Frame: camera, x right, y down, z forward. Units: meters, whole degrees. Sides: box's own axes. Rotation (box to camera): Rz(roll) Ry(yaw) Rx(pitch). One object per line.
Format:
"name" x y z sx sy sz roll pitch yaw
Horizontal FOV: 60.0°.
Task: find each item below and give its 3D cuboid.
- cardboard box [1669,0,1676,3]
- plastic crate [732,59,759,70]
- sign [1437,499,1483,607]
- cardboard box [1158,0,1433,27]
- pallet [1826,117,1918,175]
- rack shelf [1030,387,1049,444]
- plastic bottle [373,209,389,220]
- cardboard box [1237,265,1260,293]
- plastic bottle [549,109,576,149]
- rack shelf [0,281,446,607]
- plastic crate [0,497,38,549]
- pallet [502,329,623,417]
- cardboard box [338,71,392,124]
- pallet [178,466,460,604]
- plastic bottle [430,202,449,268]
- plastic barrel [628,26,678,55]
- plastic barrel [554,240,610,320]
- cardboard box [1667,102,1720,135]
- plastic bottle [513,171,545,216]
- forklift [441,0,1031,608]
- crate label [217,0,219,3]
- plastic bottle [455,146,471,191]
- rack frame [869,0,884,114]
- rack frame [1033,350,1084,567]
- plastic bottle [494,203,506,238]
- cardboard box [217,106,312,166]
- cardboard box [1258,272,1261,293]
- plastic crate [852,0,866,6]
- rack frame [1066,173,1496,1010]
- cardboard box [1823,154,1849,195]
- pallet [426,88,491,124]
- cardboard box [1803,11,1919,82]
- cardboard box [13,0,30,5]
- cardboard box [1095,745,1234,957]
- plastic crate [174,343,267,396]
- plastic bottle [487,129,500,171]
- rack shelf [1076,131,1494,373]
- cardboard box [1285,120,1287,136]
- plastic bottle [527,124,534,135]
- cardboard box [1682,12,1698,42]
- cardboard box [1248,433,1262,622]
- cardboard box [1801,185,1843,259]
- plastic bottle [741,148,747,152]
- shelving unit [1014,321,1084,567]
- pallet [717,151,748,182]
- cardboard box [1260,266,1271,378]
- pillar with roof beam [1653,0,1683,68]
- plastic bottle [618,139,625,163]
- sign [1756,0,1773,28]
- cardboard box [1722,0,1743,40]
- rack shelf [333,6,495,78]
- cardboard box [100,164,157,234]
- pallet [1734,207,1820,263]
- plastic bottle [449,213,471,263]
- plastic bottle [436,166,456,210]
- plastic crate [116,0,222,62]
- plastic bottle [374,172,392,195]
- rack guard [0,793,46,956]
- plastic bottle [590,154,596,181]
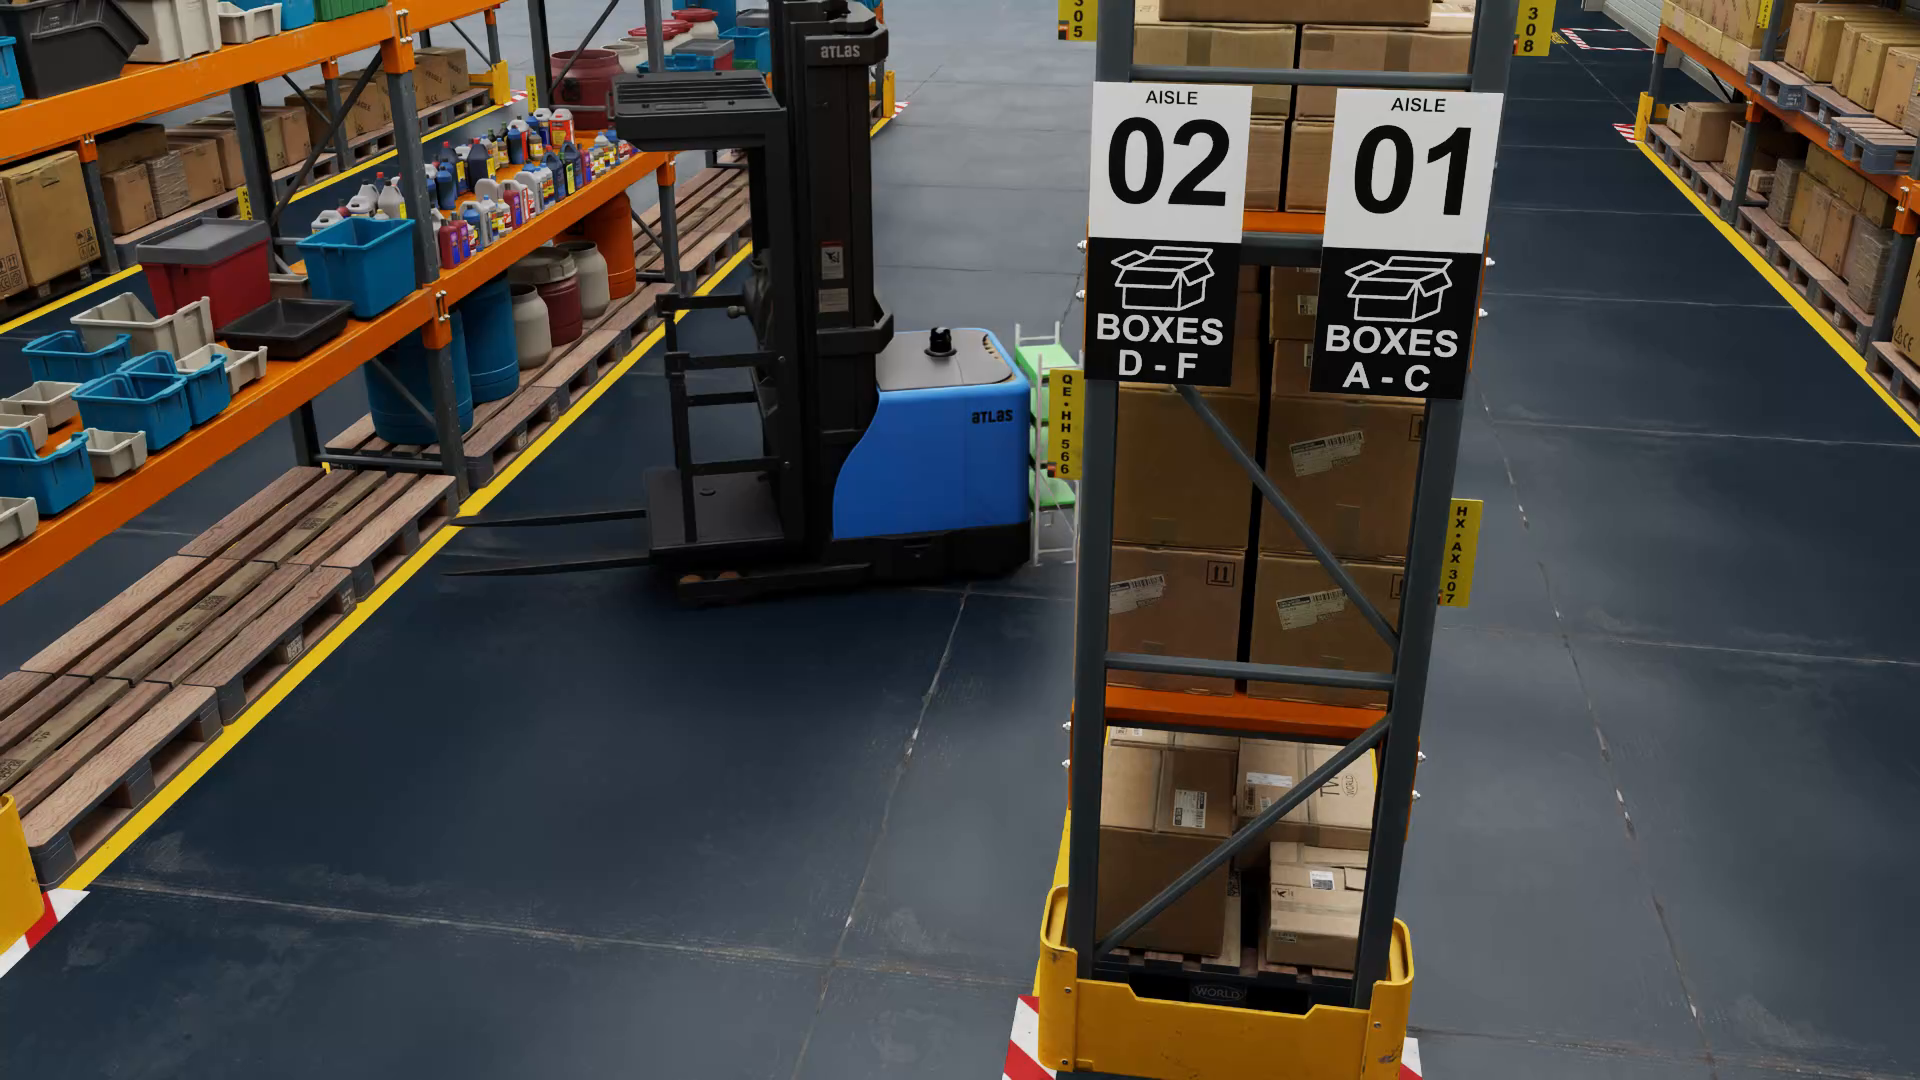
"cardboard box" 7.970 -6.060 17.928 0.500 0.500 0.500 4 25 9
"plastic crate" -2.089 -4.128 14.781 0.450 0.188 0.662 4 25 9
"sign" 1.378 0.037 4.611 0.100 0.325 0.005 4 25 9
"cardboard box" 0.910 -1.681 4.467 0.700 0.500 0.500 4 25 9
"pallet" 7.049 -2.831 11.986 1.213 0.211 1.003 4 25 9
"rack shelf" 0.465 -0.675 8.861 0.258 0.148 0.480 -5 26 -11
"plastic bottle" -3.459 -1.875 9.952 0.097 0.201 0.097 0 25 0
"cardboard box" 0.806 -0.740 5.996 0.500 0.500 0.500 5 25 10
"plastic bottle" -2.976 -3.074 12.425 0.152 0.276 0.135 4 25 9
"rack shelf" -3.717 -0.464 7.551 1.077 0.370 4.000 4 25 9
"plastic crate" -3.544 -0.070 6.101 0.250 0.136 0.298 4 25 9
"pallet" -3.026 -1.195 11.553 1.003 0.211 1.213 4 25 9
"cardboard box" -6.754 -5.043 18.938 0.500 0.500 0.500 2 25 4
"pallet" -3.472 -0.053 9.114 1.003 0.211 1.213 4 25 9
"plastic bottle" -3.006 -1.745 9.499 0.144 0.351 0.185 4 25 9
"plastic barrel" -2.646 -4.161 14.440 0.433 0.535 0.433 0 25 0
"plastic barrel" -2.804 -1.914 12.241 0.421 0.512 0.421 0 25 0
"cardboard box" 8.143 -4.657 18.313 0.500 0.311 0.500 1 25 3
"plastic bottle" -2.749 -2.221 10.604 0.152 0.276 0.135 4 25 9
"forklift" -1.195 -1.223 8.406 3.031 2.935 1.130 -5 26 -11
"crate label" -3.755 -2.681 8.211 0.293 0.136 0.466 4 25 9
"plastic bottle" -3.353 -2.504 11.208 0.152 0.276 0.135 4 25 9
"rack frame" -1.429 -6.645 19.908 1.000 3.000 0.127 4 25 9
"rack frame" 0.515 -0.414 8.719 0.240 1.200 0.015 -5 26 -11
"plastic bottle" -2.817 -1.944 10.098 0.097 0.201 0.097 0 25 0
"cardboard box" -7.091 -4.127 16.958 0.700 0.500 0.500 2 25 4
"cardboard box" 1.668 -1.100 7.943 0.500 0.500 0.500 4 25 9
"plastic crate" -1.327 -6.076 18.868 0.499 0.251 0.408 4 25 9
"rack frame" 0.842 0.392 4.875 1.000 3.000 0.127 4 25 9
"cardboard box" 7.437 -2.981 13.625 0.500 0.250 0.500 3 25 7
"pallet" -6.495 -5.356 20.443 1.003 0.211 1.213 4 25 9
"cardboard box" 7.476 -4.086 13.805 0.700 0.500 0.500 7 26 14
"cardboard box" -11.538 -6.602 19.639 0.875 0.550 0.500 4 25 9
"cardboard box" 0.688 1.080 5.834 0.500 0.500 0.500 4 25 9
"plastic crate" -3.378 -0.785 7.628 0.293 0.136 0.466 4 25 9
"plastic bottle" -3.306 -2.745 11.713 0.061 0.283 0.133 4 25 9
"rack shelf" 1.169 -1.478 6.179 1.077 0.370 4.000 4 25 9
"cardboard box" 1.352 -1.514 5.584 0.500 0.250 0.500 4 25 9
"plastic bottle" -3.188 -2.963 12.276 0.097 0.201 0.097 0 25 0
"cardboard box" 7.792 -5.287 17.159 0.500 0.250 0.500 4 25 8
"cardboard box" 1.254 -0.037 5.673 0.500 0.500 0.500 4 25 8
"cardboard box" 7.429 -2.613 13.725 0.700 0.500 0.500 4 25 9
"plastic bottle" -2.262 -4.261 17.420 0.144 0.351 0.185 3 25 7
"shelving unit" 0.465 -0.515 8.936 0.258 1.200 0.503 -5 26 -11
"pallet" -1.932 -3.987 17.519 1.003 0.211 1.213 4 25 9
"cardboard box" 1.422 -0.914 6.368 0.500 0.500 0.500 4 25 8
"pillar with roof beam" 5.817 -11.131 22.414 9.100 9.000 0.400 4 25 9
"plastic bottle" -2.472 -2.826 11.984 0.097 0.201 0.097 0 25 0
"sign" 7.155 -4.712 14.757 0.100 0.325 0.005 4 25 9
"cardboard box" 7.539 -4.995 15.651 0.500 0.500 0.500 4 25 8
"rack shelf" -6.642 -5.826 19.006 1.077 0.370 4.000 4 25 9
"cardboard box" -7.533 -2.991 14.531 0.700 0.500 0.500 3 25 6
"pallet" 7.565 -2.697 14.763 1.003 0.211 1.213 4 25 9
"plastic bottle" -2.887 -1.753 9.594 0.061 0.283 0.133 4 25 9
"plastic bottle" -3.316 -2.271 10.716 0.097 0.271 0.097 0 25 0
"plastic crate" -3.377 -2.164 6.935 0.437 0.282 0.530 4 25 9
"plastic bottle" -3.532 -2.088 10.231 0.144 0.351 0.185 4 25 9
"rack guard" -4.035 1.190 6.118 1.175 0.500 0.348 4 25 9
"plastic bottle" -2.567 -2.582 11.462 0.097 0.201 0.097 0 25 0
